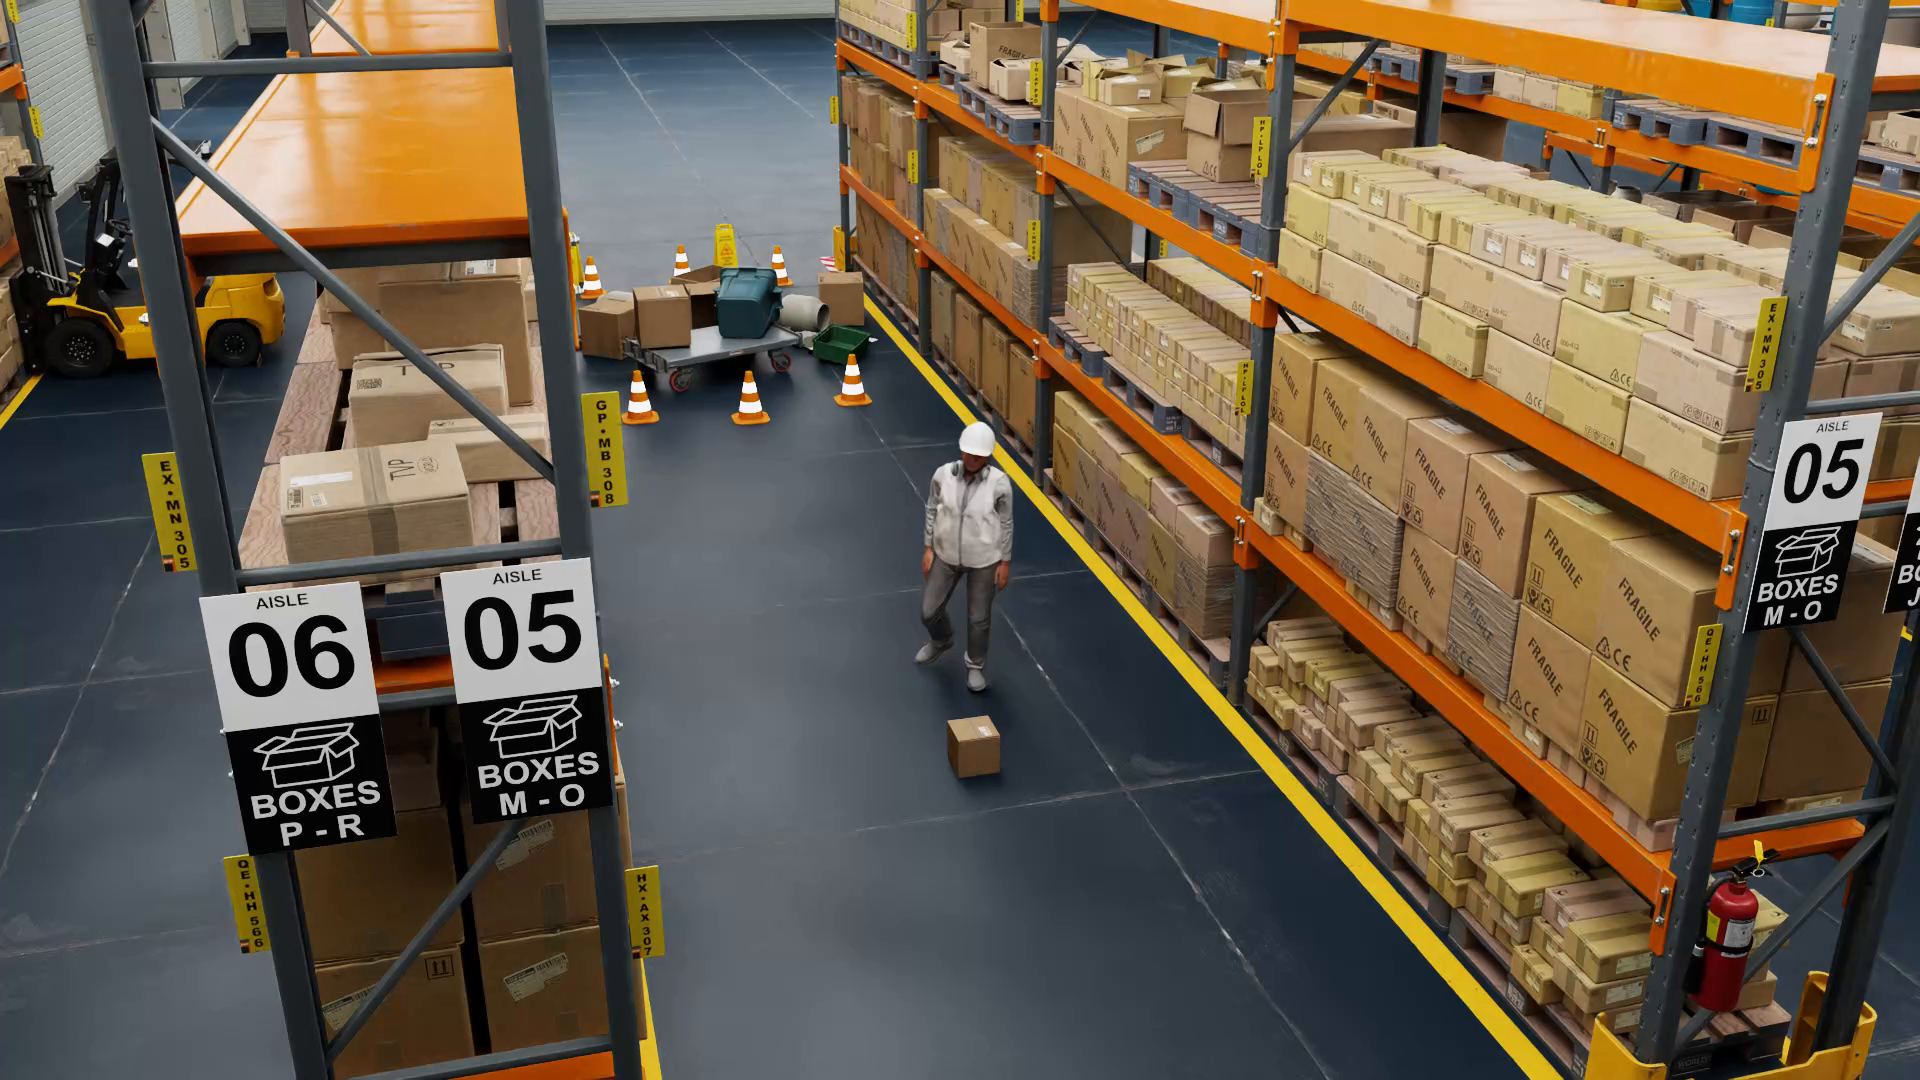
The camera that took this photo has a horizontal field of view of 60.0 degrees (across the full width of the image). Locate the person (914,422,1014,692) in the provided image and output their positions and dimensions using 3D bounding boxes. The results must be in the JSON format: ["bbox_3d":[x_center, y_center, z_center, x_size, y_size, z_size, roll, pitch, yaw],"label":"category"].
[{"bbox_3d":[0.012,0.079,10.406,0.670,1.768,0.465,7,24,15],"label":"person"}]
